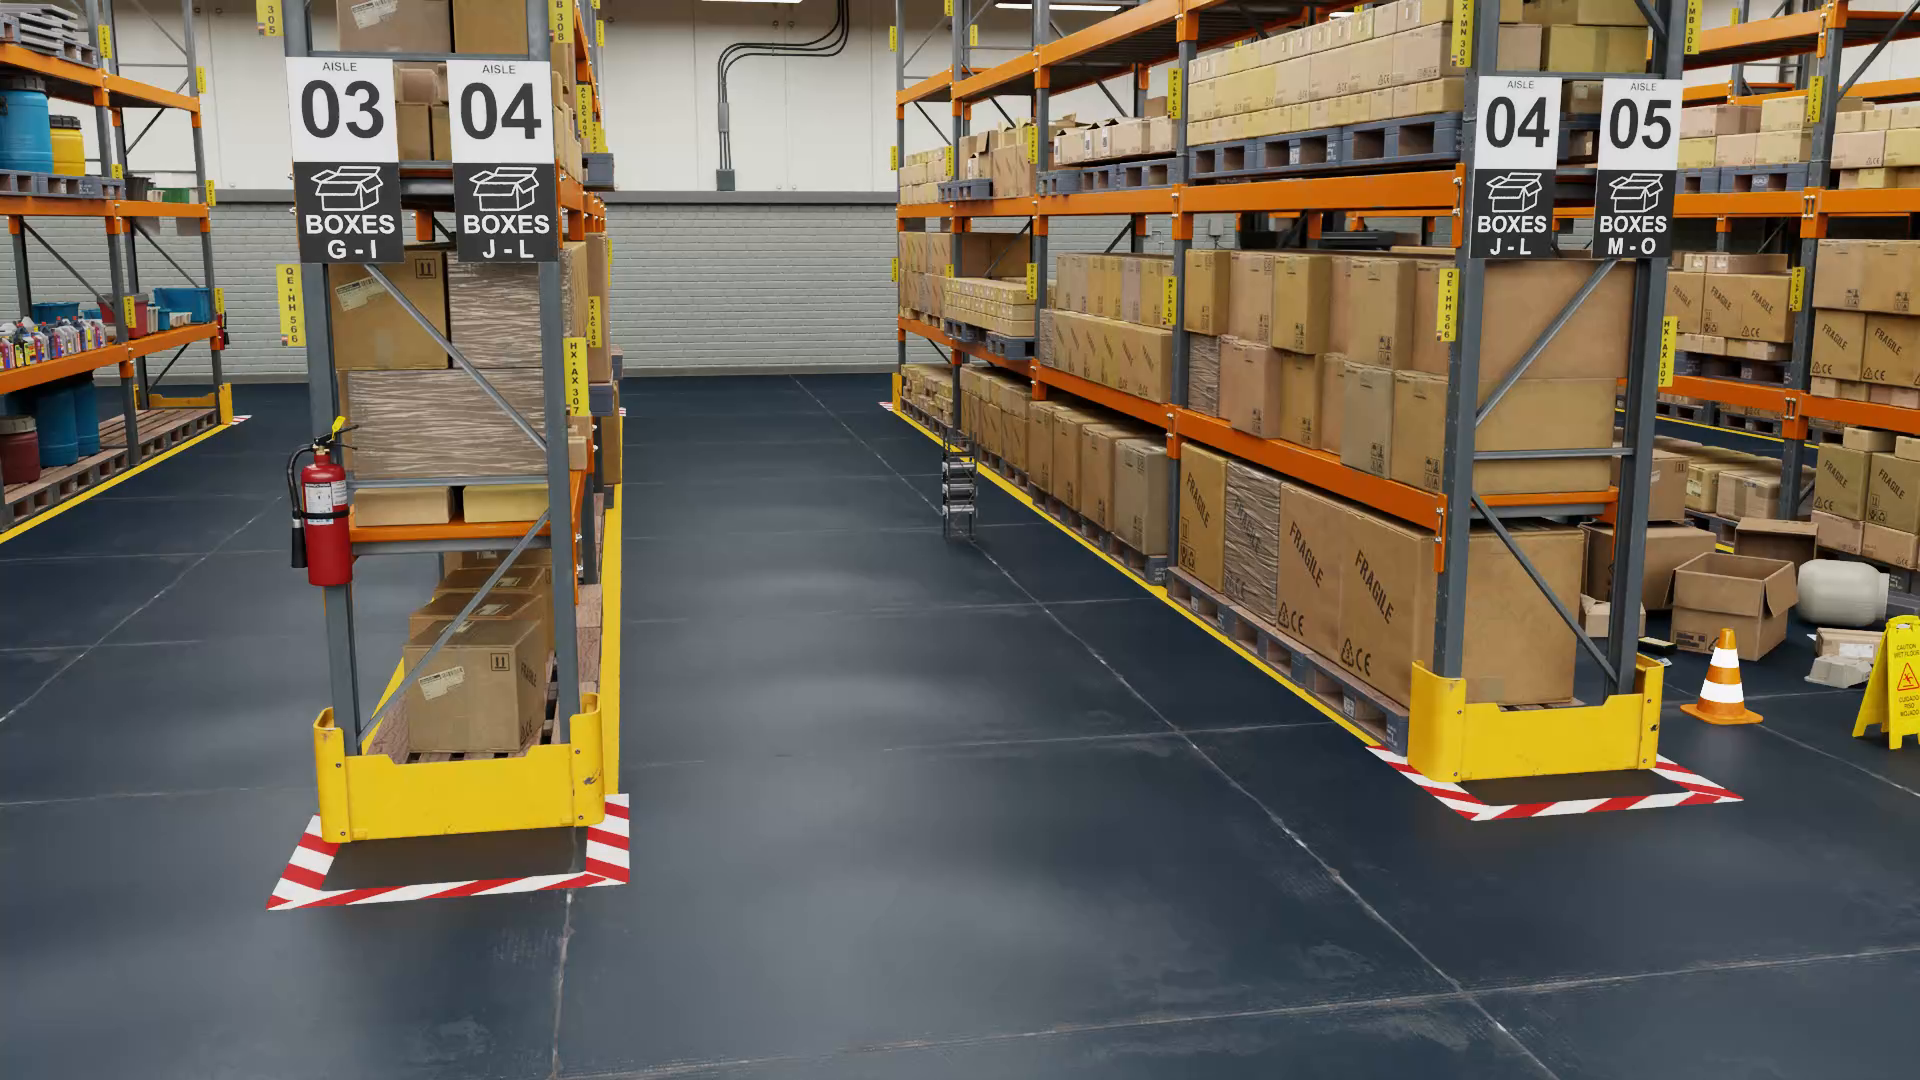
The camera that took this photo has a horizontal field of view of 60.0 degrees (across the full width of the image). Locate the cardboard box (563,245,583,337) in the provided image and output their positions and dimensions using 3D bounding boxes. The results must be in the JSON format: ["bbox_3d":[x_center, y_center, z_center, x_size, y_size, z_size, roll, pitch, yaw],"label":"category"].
[{"bbox_3d":[-2.268,-1.308,8.807,0.500,0.500,0.500,-2,11,-11],"label":"cardboard box"}]

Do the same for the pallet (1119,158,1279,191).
[{"bbox_3d":[1.744,-2.677,12.226,0.805,0.209,1.217,-3,11,-13],"label":"pallet"}]

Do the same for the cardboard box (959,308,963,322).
[{"bbox_3d":[0.193,-2.449,18.091,0.380,0.149,0.250,-2,11,-10],"label":"cardboard box"}]

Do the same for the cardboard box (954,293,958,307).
[{"bbox_3d":[0.144,-2.643,18.315,0.380,0.149,0.250,-2,11,-10],"label":"cardboard box"}]

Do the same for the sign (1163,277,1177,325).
[{"bbox_3d":[1.441,-1.639,11.401,0.100,0.325,0.005,-2,11,-11],"label":"sign"}]

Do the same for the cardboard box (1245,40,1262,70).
[{"bbox_3d":[1.909,-2.862,9.837,0.380,0.149,0.250,-2,11,-10],"label":"cardboard box"}]

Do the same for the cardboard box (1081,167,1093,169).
[{"bbox_3d":[1.343,-3.501,15.781,0.500,0.500,0.500,-2,11,-11],"label":"cardboard box"}]

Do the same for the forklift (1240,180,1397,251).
[{"bbox_3d":[3.029,-1.616,14.351,1.130,2.935,3.031,-2,11,-11],"label":"forklift"}]

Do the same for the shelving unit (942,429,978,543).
[{"bbox_3d":[-0.002,-0.444,13.620,0.258,0.900,0.210,-2,11,-11],"label":"shelving unit"}]

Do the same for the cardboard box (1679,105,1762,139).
[{"bbox_3d":[6.349,-3.469,13.819,0.500,0.250,0.500,-2,11,-10],"label":"cardboard box"}]

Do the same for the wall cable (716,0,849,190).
[{"bbox_3d":[-2.967,-8.860,27.573,2.277,5.999,0.120,-2,11,-11],"label":"wall cable"}]

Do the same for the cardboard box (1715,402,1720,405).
[{"bbox_3d":[10.222,-1.993,22.213,0.500,0.311,0.500,-2,11,-9],"label":"cardboard box"}]

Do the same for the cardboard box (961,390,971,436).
[{"bbox_3d":[0.299,-1.431,18.755,0.500,0.500,0.500,-2,11,-9],"label":"cardboard box"}]

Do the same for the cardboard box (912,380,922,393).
[{"bbox_3d":[-0.437,-2.033,22.062,0.380,0.149,0.250,-2,11,-9],"label":"cardboard box"}]

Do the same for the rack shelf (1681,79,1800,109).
[{"bbox_3d":[9.730,-5.937,22.753,1.077,0.370,4.000,-2,11,-11],"label":"rack shelf"}]

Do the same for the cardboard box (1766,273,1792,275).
[{"bbox_3d":[6.899,-1.919,13.571,0.500,0.500,0.500,-2,11,-11],"label":"cardboard box"}]

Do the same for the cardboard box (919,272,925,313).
[{"bbox_3d":[-0.229,-3.154,21.180,0.500,0.500,0.500,-2,11,-12],"label":"cardboard box"}]

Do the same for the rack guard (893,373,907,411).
[{"bbox_3d":[-0.348,-2.090,23.339,1.175,0.500,0.348,-2,11,-11],"label":"rack guard"}]

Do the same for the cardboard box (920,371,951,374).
[{"bbox_3d":[-0.325,-2.130,21.778,0.380,0.149,0.250,-2,11,-9],"label":"cardboard box"}]

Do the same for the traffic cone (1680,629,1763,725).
[{"bbox_3d":[4.039,0.700,8.781,0.336,0.463,0.334,-2,11,-11],"label":"traffic cone"}]

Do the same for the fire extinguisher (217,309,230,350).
[{"bbox_3d":[-9.690,-2.813,21.656,0.296,0.674,0.183,-2,11,-11],"label":"fire extinguisher"}]

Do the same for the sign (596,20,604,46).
[{"bbox_3d":[-4.713,-6.632,21.762,0.100,0.325,0.005,-2,11,-11],"label":"sign"}]

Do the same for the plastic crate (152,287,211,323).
[{"bbox_3d":[-9.858,-2.982,21.086,0.616,0.435,0.499,-2,11,-11],"label":"plastic crate"}]

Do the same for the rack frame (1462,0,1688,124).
[{"bbox_3d":[2.749,-3.344,7.200,1.000,3.000,0.127,-2,11,-11],"label":"rack frame"}]

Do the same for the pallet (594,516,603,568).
[{"bbox_3d":[-3.307,0.034,12.953,1.003,0.211,1.213,-2,11,-11],"label":"pallet"}]

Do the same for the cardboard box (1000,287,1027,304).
[{"bbox_3d":[0.601,-2.359,16.025,0.380,0.149,0.250,-2,11,-12],"label":"cardboard box"}]

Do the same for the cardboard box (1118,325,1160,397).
[{"bbox_3d":[1.509,-1.358,12.544,0.500,0.500,0.500,-2,11,-12],"label":"cardboard box"}]

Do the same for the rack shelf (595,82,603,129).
[{"bbox_3d":[-4.859,-5.200,19.944,1.077,0.370,4.000,-2,11,-11],"label":"rack shelf"}]

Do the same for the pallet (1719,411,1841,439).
[{"bbox_3d":[10.314,-1.460,20.803,1.003,0.211,1.213,-2,11,-11],"label":"pallet"}]

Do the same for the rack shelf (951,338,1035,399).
[{"bbox_3d":[0.804,-1.878,17.464,1.077,0.370,4.000,-2,11,-11],"label":"rack shelf"}]

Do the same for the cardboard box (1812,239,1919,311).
[{"bbox_3d":[6.680,-1.927,12.062,0.700,0.500,0.500,-2,11,-12],"label":"cardboard box"}]

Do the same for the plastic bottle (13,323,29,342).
[{"bbox_3d":[-8.737,-1.843,15.488,0.144,0.351,0.185,-2,11,-11],"label":"plastic bottle"}]

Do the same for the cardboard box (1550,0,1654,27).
[{"bbox_3d":[2.996,-2.467,7.763,0.380,0.149,0.250,-2,11,-10],"label":"cardboard box"}]

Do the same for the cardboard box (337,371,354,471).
[{"bbox_3d":[-2.431,-0.620,7.867,0.875,0.500,0.500,-2,11,-11],"label":"cardboard box"}]

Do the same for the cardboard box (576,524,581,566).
[{"bbox_3d":[-3.012,-0.070,11.553,0.700,0.500,0.500,-3,11,-15],"label":"cardboard box"}]

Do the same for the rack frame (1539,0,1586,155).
[{"bbox_3d":[6.029,-5.010,15.951,1.000,3.000,0.127,-2,11,-11],"label":"rack frame"}]

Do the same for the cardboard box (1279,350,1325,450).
[{"bbox_3d":[2.375,-0.840,9.688,0.875,0.550,0.500,-2,11,-11],"label":"cardboard box"}]

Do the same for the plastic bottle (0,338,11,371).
[{"bbox_3d":[-8.336,-1.618,14.488,0.061,0.283,0.133,-2,11,-11],"label":"plastic bottle"}]

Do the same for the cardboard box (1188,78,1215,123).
[{"bbox_3d":[1.792,-2.832,10.747,0.500,0.250,0.500,-2,11,-11],"label":"cardboard box"}]

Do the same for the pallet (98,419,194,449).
[{"bbox_3d":[-9.750,-1.244,19.667,1.003,0.211,1.213,-2,11,-11],"label":"pallet"}]

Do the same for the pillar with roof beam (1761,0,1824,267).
[{"bbox_3d":[6.645,-5.929,20.778,9.100,9.000,0.400,-2,11,-11],"label":"pillar with roof beam"}]

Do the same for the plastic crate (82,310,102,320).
[{"bbox_3d":[-10.067,-2.583,19.533,0.416,0.233,0.300,-2,11,-11],"label":"plastic crate"}]

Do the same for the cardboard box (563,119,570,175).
[{"bbox_3d":[-2.175,-1.918,8.131,0.500,0.250,0.500,-2,11,-11],"label":"cardboard box"}]

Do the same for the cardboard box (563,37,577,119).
[{"bbox_3d":[-2.576,-2.810,10.015,0.500,0.500,0.500,-2,11,-13],"label":"cardboard box"}]

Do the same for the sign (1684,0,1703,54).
[{"bbox_3d":[3.295,-2.358,7.491,0.100,0.325,0.005,-2,11,-11],"label":"sign"}]

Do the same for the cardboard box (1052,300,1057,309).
[{"bbox_3d":[1.137,-2.334,16.690,0.380,0.149,0.250,-2,11,-11],"label":"cardboard box"}]

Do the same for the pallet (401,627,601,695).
[{"bbox_3d":[-2.508,0.747,9.207,1.003,0.211,1.213,-2,11,-11],"label":"pallet"}]

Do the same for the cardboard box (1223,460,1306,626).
[{"bbox_3d":[2.204,-0.010,10.287,0.875,0.875,0.875,-2,11,-11],"label":"cardboard box"}]

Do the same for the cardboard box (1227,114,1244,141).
[{"bbox_3d":[1.856,-2.518,10.162,0.380,0.149,0.250,-2,11,-12],"label":"cardboard box"}]

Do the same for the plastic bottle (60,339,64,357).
[{"bbox_3d":[-8.645,-1.851,15.930,0.097,0.201,0.097,0,11,0],"label":"plastic bottle"}]

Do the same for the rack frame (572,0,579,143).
[{"bbox_3d":[-2.914,-3.916,10.204,1.000,3.000,0.127,-2,11,-11],"label":"rack frame"}]

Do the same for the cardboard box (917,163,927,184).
[{"bbox_3d":[-0.243,-4.606,20.913,0.500,0.250,0.500,-3,11,-13],"label":"cardboard box"}]

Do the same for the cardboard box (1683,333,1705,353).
[{"bbox_3d":[6.264,-1.638,13.829,0.380,0.149,0.250,-2,11,-11],"label":"cardboard box"}]

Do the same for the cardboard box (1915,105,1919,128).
[{"bbox_3d":[6.695,-2.857,11.201,0.380,0.149,0.250,-2,11,-11],"label":"cardboard box"}]
